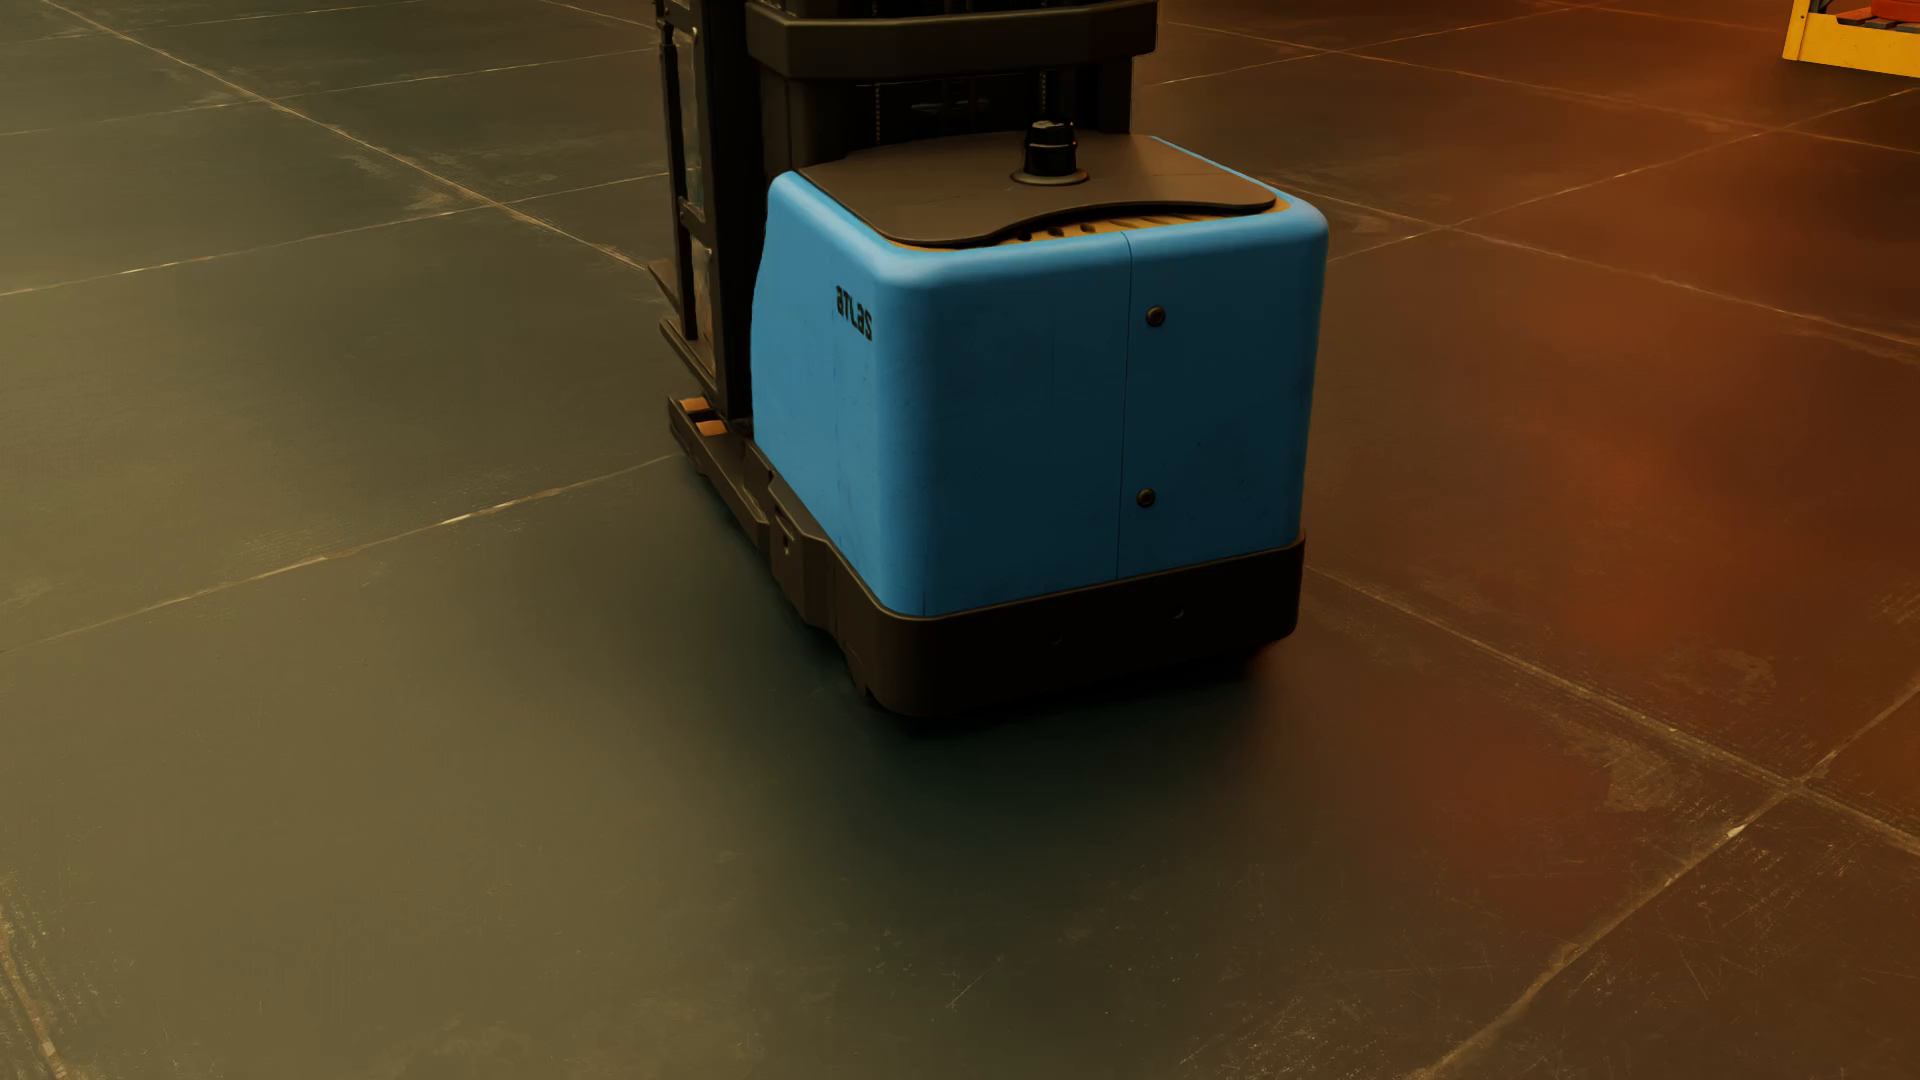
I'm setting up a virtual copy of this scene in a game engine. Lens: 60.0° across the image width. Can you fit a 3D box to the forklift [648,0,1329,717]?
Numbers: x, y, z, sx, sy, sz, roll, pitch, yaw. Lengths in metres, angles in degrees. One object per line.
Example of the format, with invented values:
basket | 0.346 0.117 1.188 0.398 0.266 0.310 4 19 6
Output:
forklift | -0.236 -1.563 4.354 1.130 2.935 3.031 -10 28 -20
